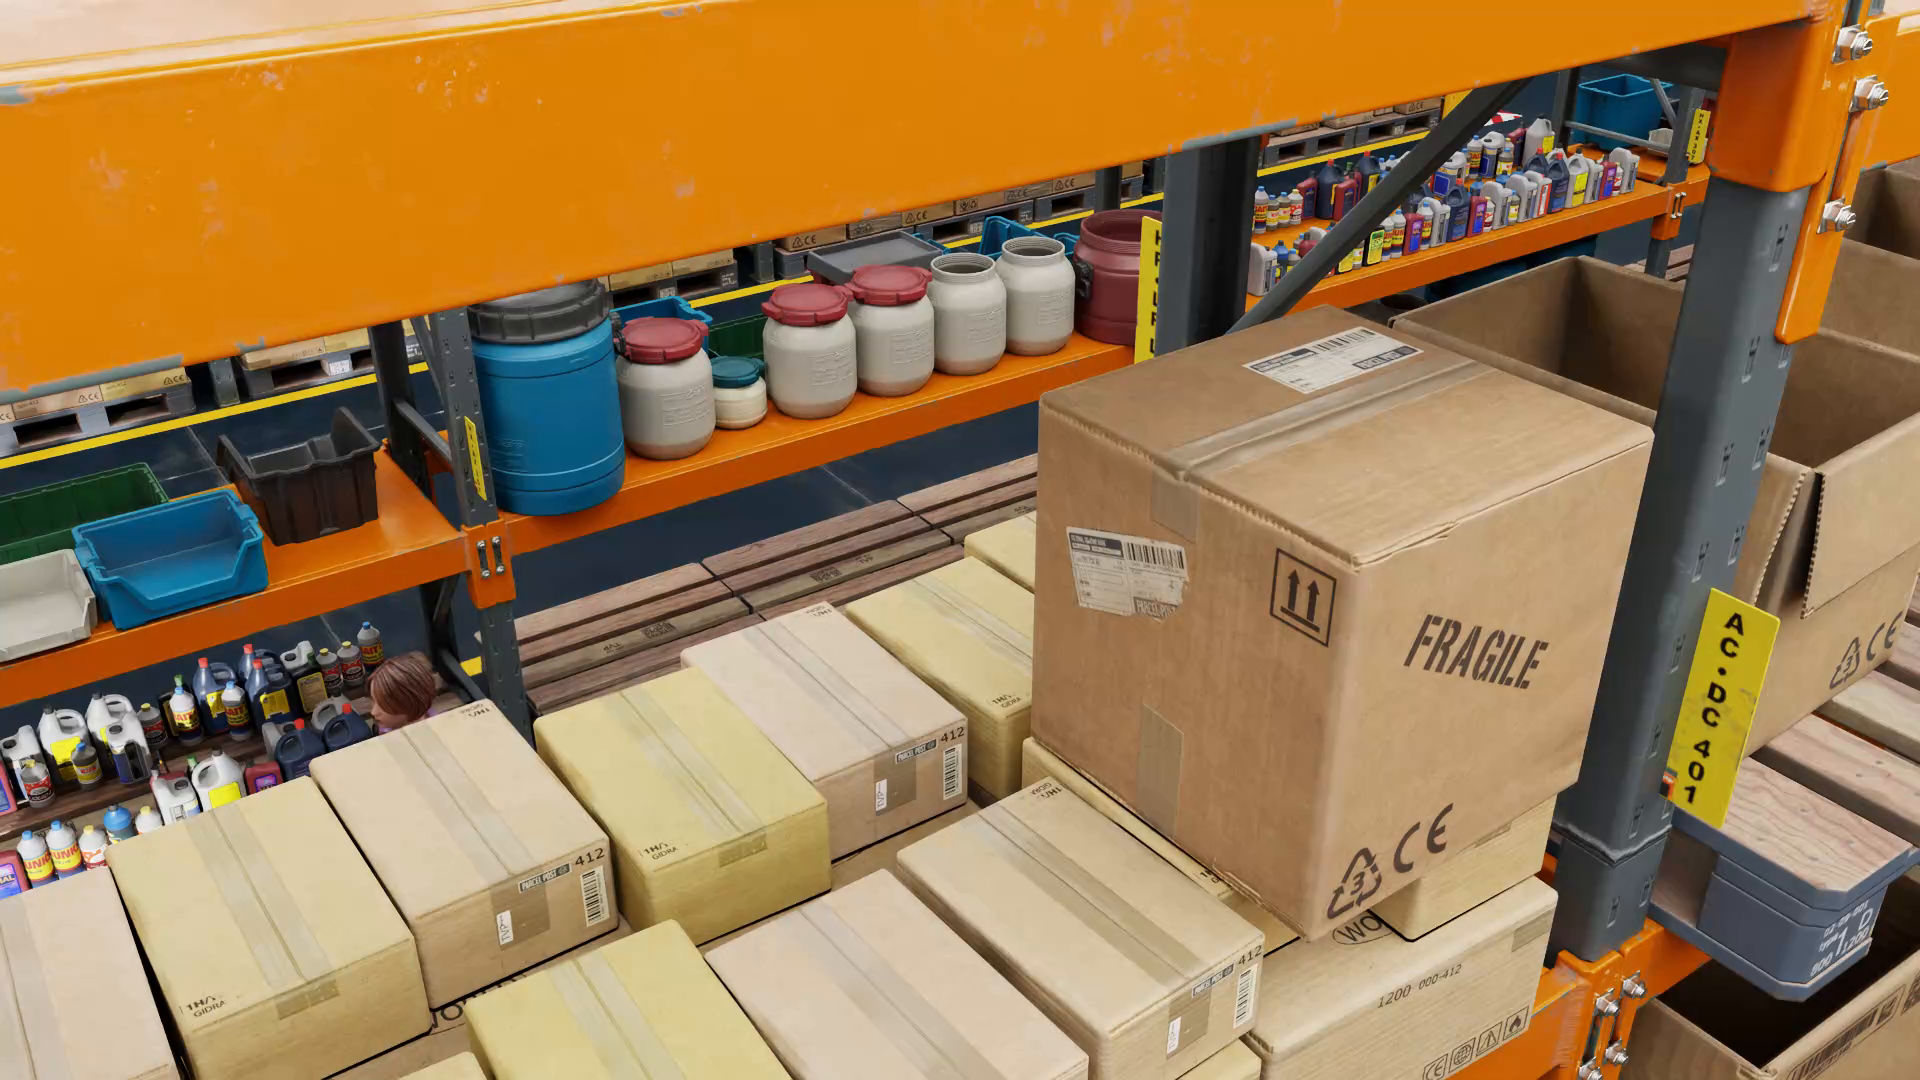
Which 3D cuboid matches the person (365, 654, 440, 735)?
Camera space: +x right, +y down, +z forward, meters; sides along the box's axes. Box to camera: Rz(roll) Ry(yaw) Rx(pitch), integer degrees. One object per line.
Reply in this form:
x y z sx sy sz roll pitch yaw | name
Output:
-1.807 1.063 5.725 0.424 1.513 1.016 23 37 36 | person
